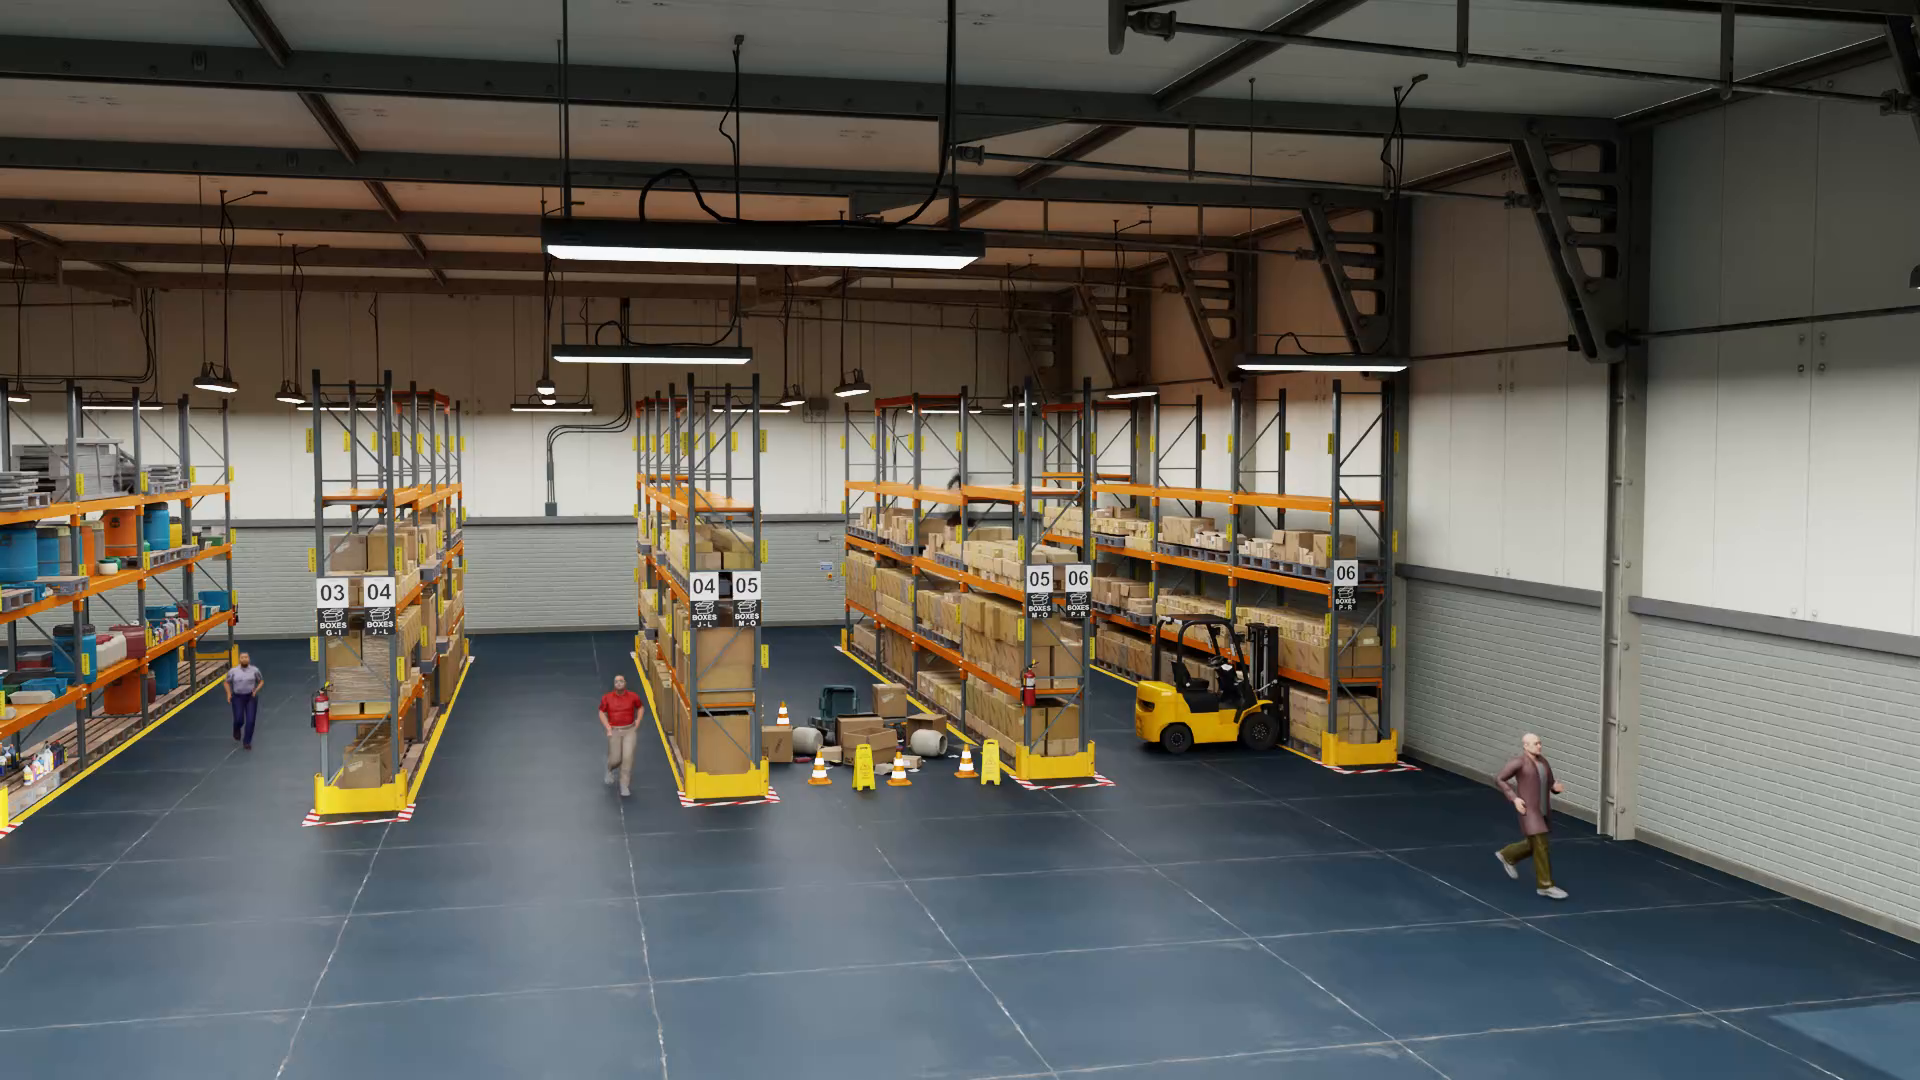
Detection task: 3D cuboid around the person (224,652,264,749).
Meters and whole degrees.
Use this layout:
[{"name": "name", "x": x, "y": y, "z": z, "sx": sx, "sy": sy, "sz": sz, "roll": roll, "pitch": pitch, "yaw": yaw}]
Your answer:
[{"name": "person", "x": -11.745, "y": 2.629, "z": 27.311, "sx": 0.607, "sy": 1.593, "sz": 0.551, "roll": -2, "pitch": 4, "yaw": -28}]

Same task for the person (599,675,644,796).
[{"name": "person", "x": -4.862, "y": 2.789, "z": 23.949, "sx": 0.648, "sy": 1.696, "sz": 0.675, "roll": -1, "pitch": 3, "yaw": -15}]

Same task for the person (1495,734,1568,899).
[{"name": "person", "x": 6.381, "y": 3.034, "z": 18.505, "sx": 0.713, "sy": 1.754, "sz": 0.979, "roll": -2, "pitch": 4, "yaw": -34}]
